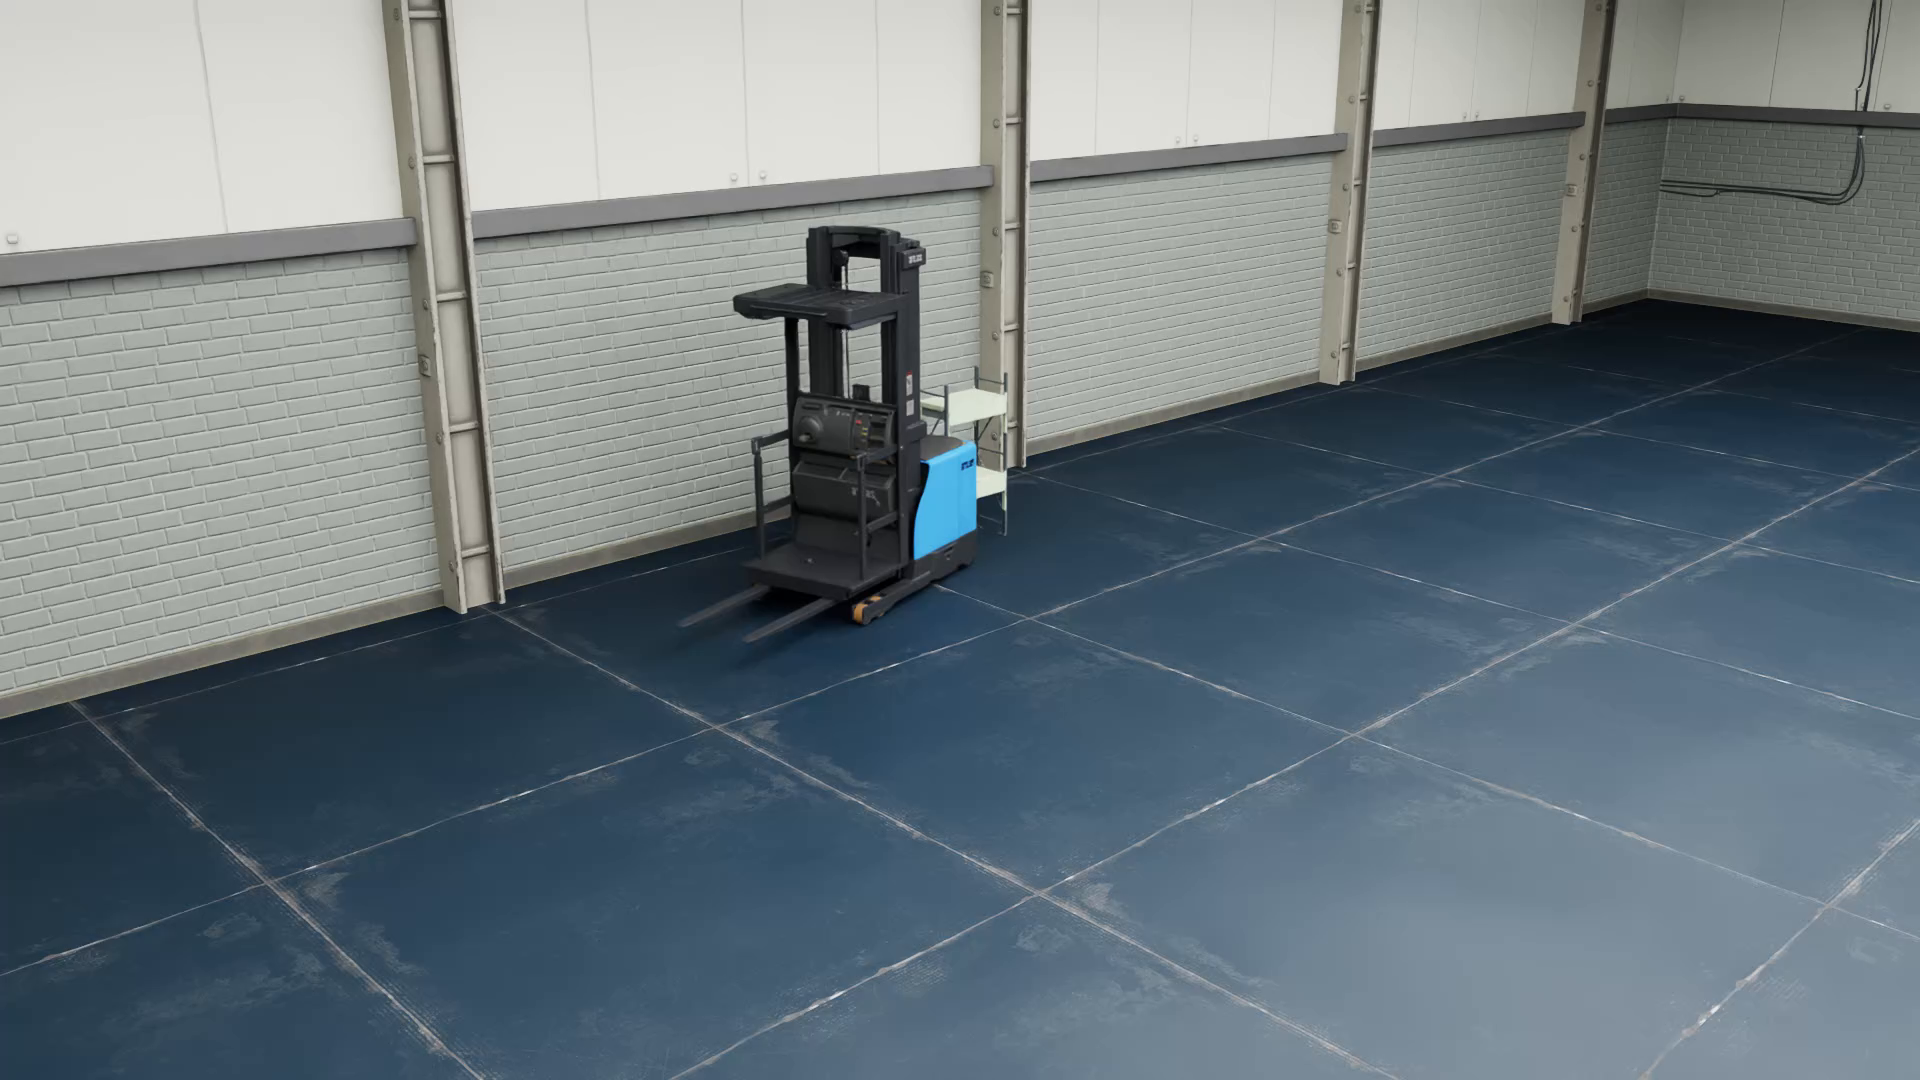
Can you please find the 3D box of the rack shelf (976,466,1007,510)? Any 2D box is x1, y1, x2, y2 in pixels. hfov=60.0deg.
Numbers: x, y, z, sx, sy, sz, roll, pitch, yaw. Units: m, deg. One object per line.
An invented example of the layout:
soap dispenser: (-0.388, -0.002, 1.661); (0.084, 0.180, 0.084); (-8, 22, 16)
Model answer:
rack shelf: (0.017, -0.415, 14.890); (0.720, 0.370, 0.431); (-17, 24, -42)

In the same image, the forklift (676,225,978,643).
forklift: (-1.036, -0.898, 13.001); (1.130, 2.935, 3.031); (11, 21, 29)

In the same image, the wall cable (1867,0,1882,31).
wall cable: (14.072, -8.231, 22.627); (0.112, 2.526, 3.097); (-16, 24, -41)

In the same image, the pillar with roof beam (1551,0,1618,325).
pillar with roof beam: (12.122, -6.619, 20.809); (0.400, 9.000, 9.100); (-16, 24, -41)

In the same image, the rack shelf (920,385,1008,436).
rack shelf: (0.017, -1.096, 14.669); (0.720, 0.370, 0.431); (-17, 24, -42)

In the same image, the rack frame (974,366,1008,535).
rack frame: (0.278, -0.804, 15.033); (0.023, 1.500, 0.400); (-17, 24, -42)

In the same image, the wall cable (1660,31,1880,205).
wall cable: (12.213, -6.435, 25.275); (0.112, 2.526, 3.097); (-16, 24, -41)

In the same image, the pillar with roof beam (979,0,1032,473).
pillar with roof beam: (3.402, -4.076, 12.967); (0.400, 9.000, 9.100); (-16, 24, -41)

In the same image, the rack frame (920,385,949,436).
rack frame: (-0.244, -0.646, 14.545); (0.023, 1.500, 0.400); (-17, 24, -42)

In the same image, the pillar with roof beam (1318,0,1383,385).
pillar with roof beam: (7.762, -5.348, 16.888); (0.400, 9.000, 9.100); (-16, 24, -41)

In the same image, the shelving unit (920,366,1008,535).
shelving unit: (0.017, -0.725, 14.789); (0.755, 1.500, 0.431); (-17, 24, -42)

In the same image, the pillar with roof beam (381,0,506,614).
pillar with roof beam: (-0.957, -2.805, 9.046); (0.400, 9.000, 9.100); (-16, 24, -41)
